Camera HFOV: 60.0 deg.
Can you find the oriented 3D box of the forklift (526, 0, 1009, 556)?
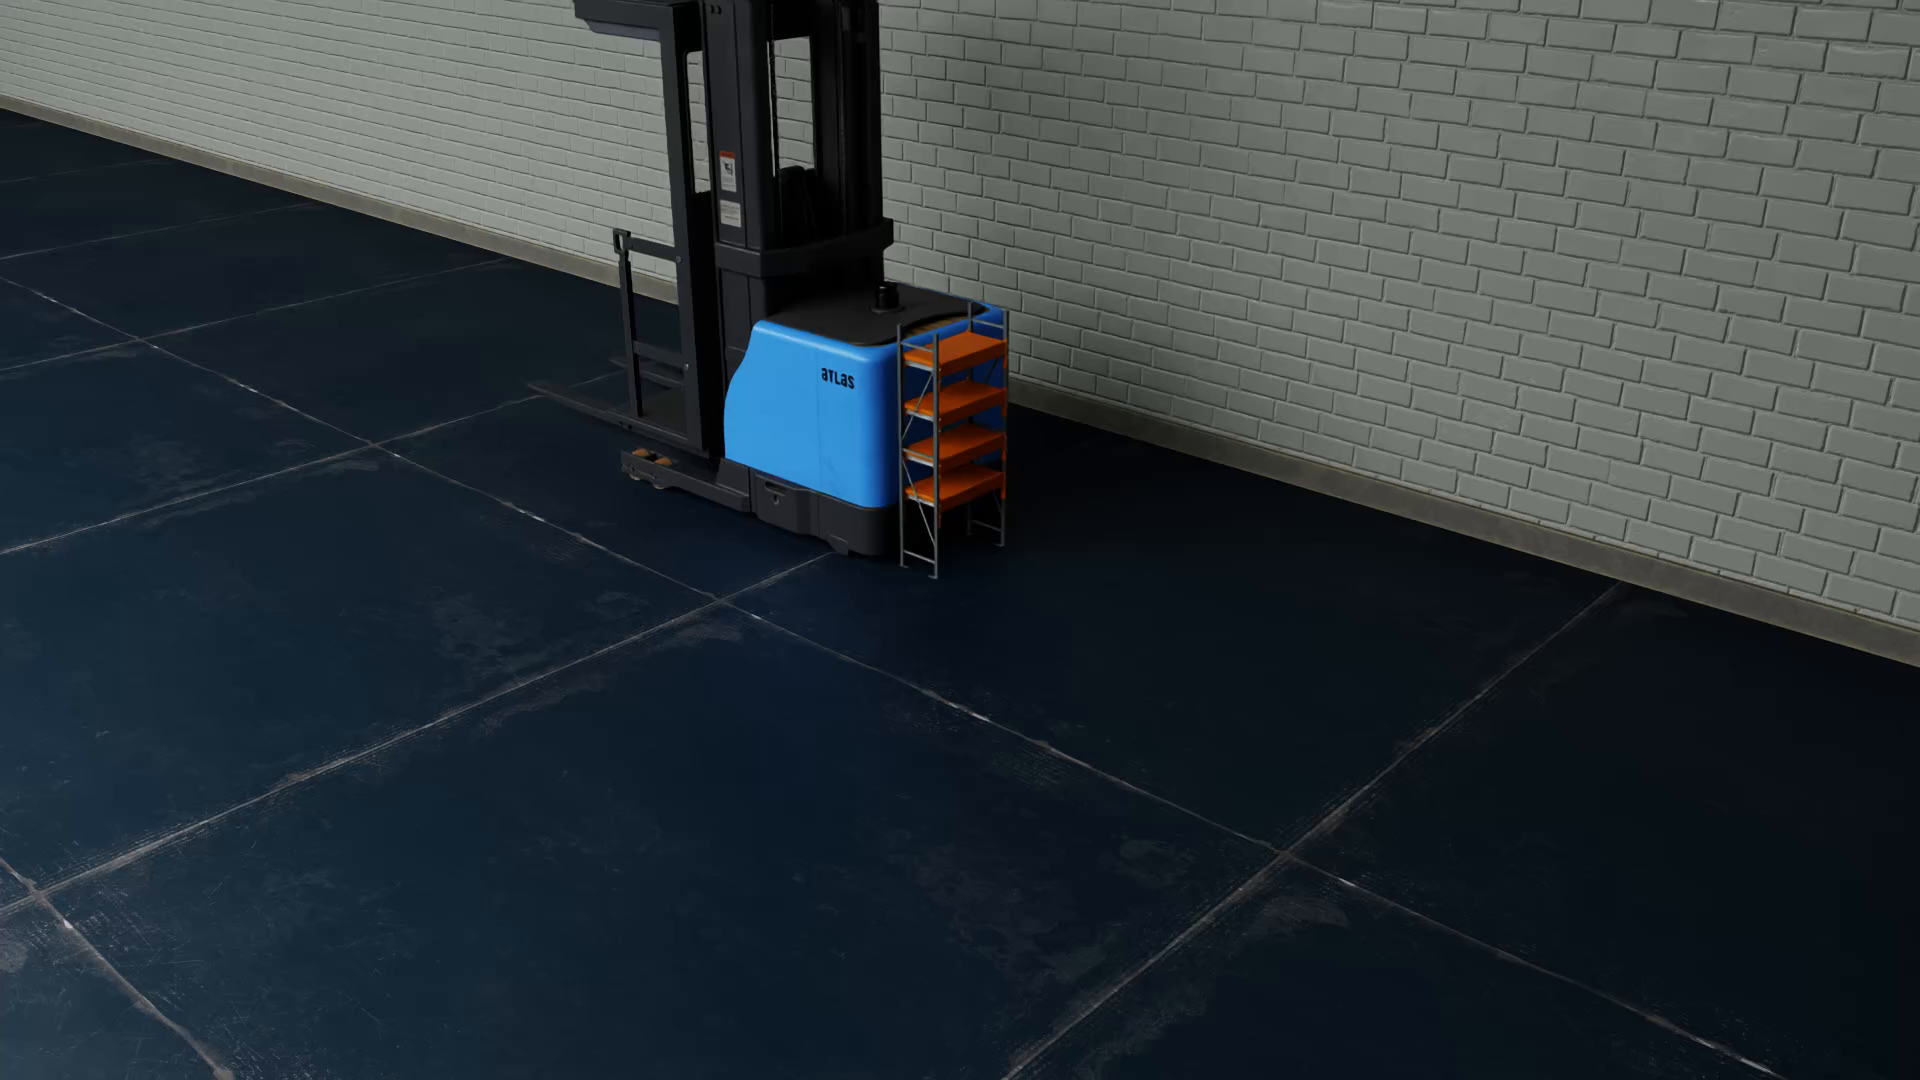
[{"bbox_3d":[-1.190,-1.748,8.566,3.031,2.935,1.130,20,31,37],"label":"forklift"}]

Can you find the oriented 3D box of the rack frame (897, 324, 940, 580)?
[{"bbox_3d":[-0.190,-0.393,7.659,0.240,1.200,0.015,20,31,37],"label":"rack frame"}]

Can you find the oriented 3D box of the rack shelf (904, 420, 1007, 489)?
[{"bbox_3d":[-0.029,-0.407,7.854,0.258,0.148,0.480,20,31,37],"label":"rack shelf"}]

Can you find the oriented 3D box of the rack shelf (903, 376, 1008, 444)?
[{"bbox_3d":[-0.029,-0.611,7.762,0.258,0.148,0.480,20,31,37],"label":"rack shelf"}]

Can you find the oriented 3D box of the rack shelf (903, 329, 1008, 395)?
[{"bbox_3d":[-0.029,-0.826,7.665,0.258,0.148,0.480,20,31,37],"label":"rack shelf"}]

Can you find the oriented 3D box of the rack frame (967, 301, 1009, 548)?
[{"bbox_3d":[0.132,-0.543,7.994,0.240,1.200,0.015,20,31,37],"label":"rack frame"}]

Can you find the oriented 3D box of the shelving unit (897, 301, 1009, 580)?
[{"bbox_3d":[-0.029,-0.468,7.826,0.258,1.200,0.503,20,31,37],"label":"shelving unit"}]

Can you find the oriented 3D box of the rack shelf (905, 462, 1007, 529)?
[{"bbox_3d":[-0.029,-0.225,7.935,0.258,0.148,0.480,20,31,37],"label":"rack shelf"}]
